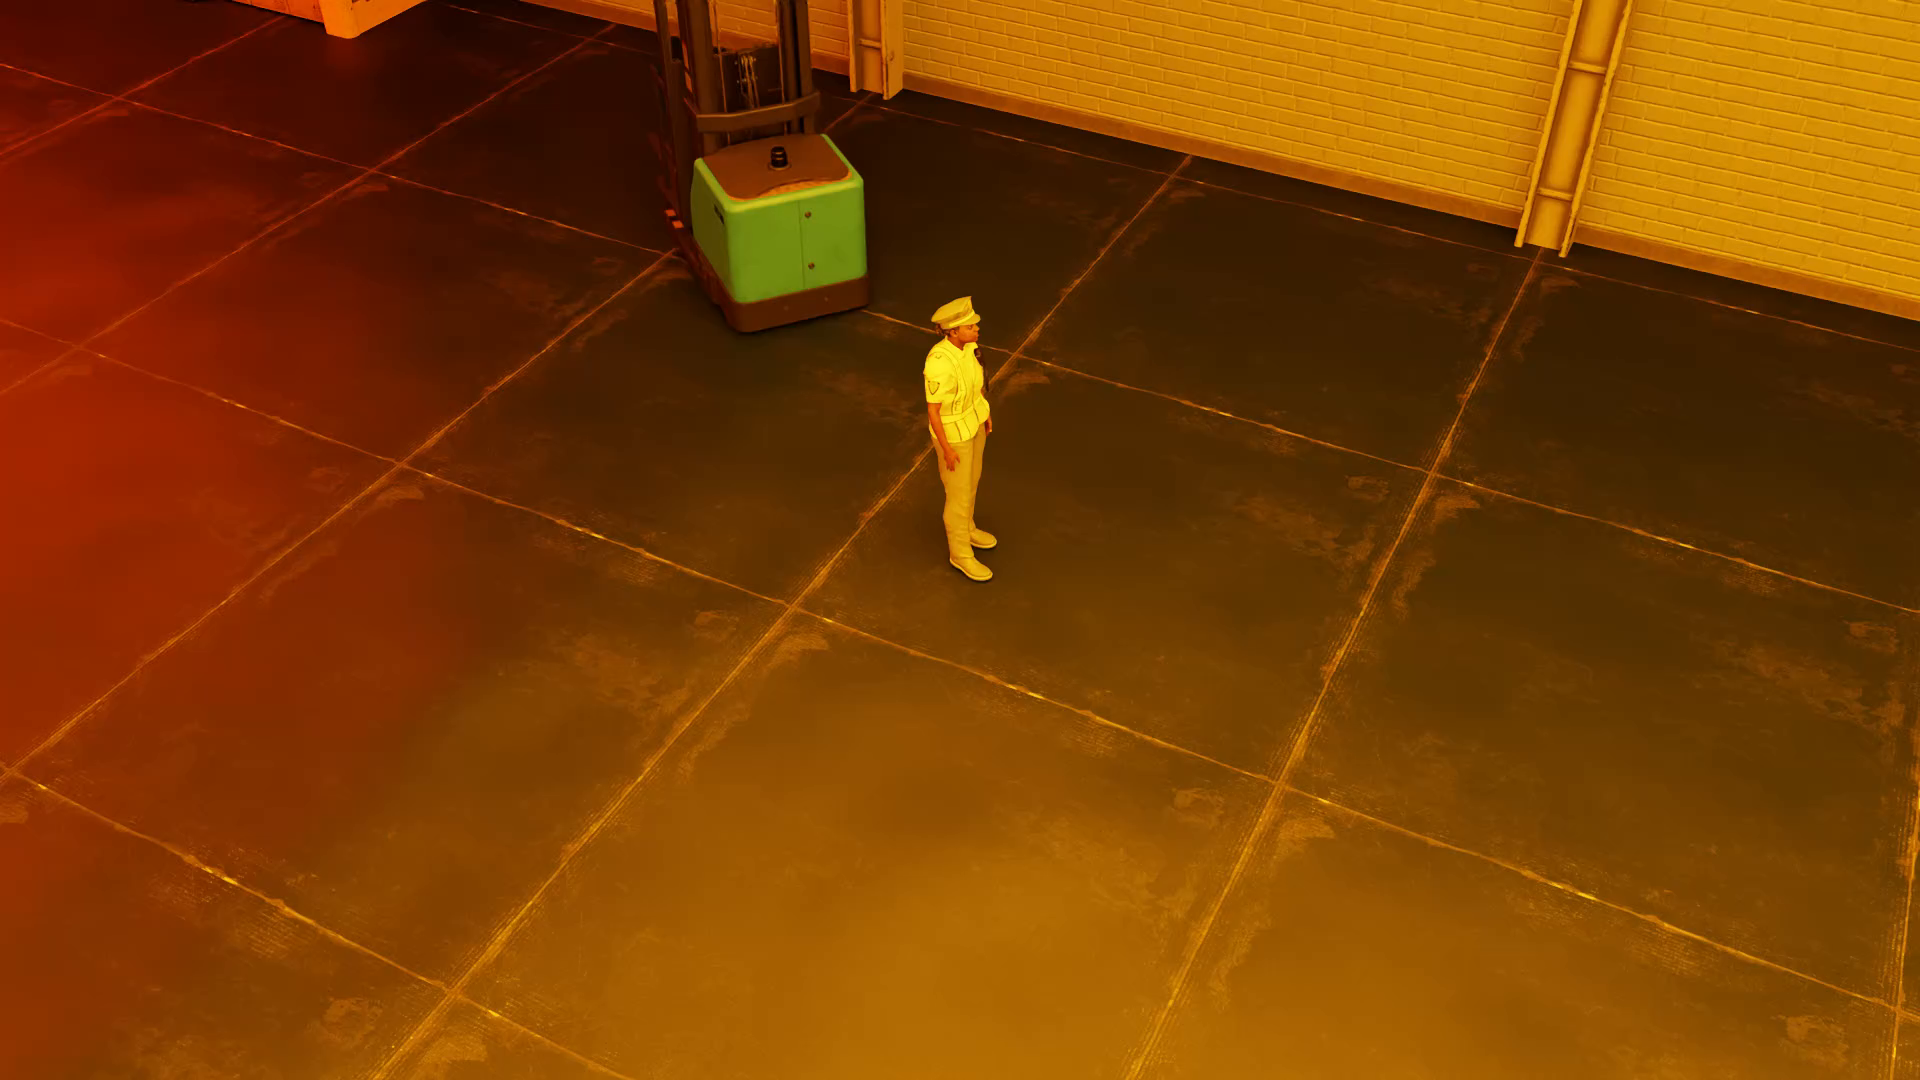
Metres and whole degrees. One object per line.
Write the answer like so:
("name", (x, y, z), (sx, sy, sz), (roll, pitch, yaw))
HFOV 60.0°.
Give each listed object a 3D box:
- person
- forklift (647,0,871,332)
("person", (0.057, -0.620, 9.672), (0.530, 1.695, 0.570), (18, 43, 21))
("forklift", (-1.714, -3.559, 12.213), (1.130, 2.935, 3.031), (-16, 43, -18))
